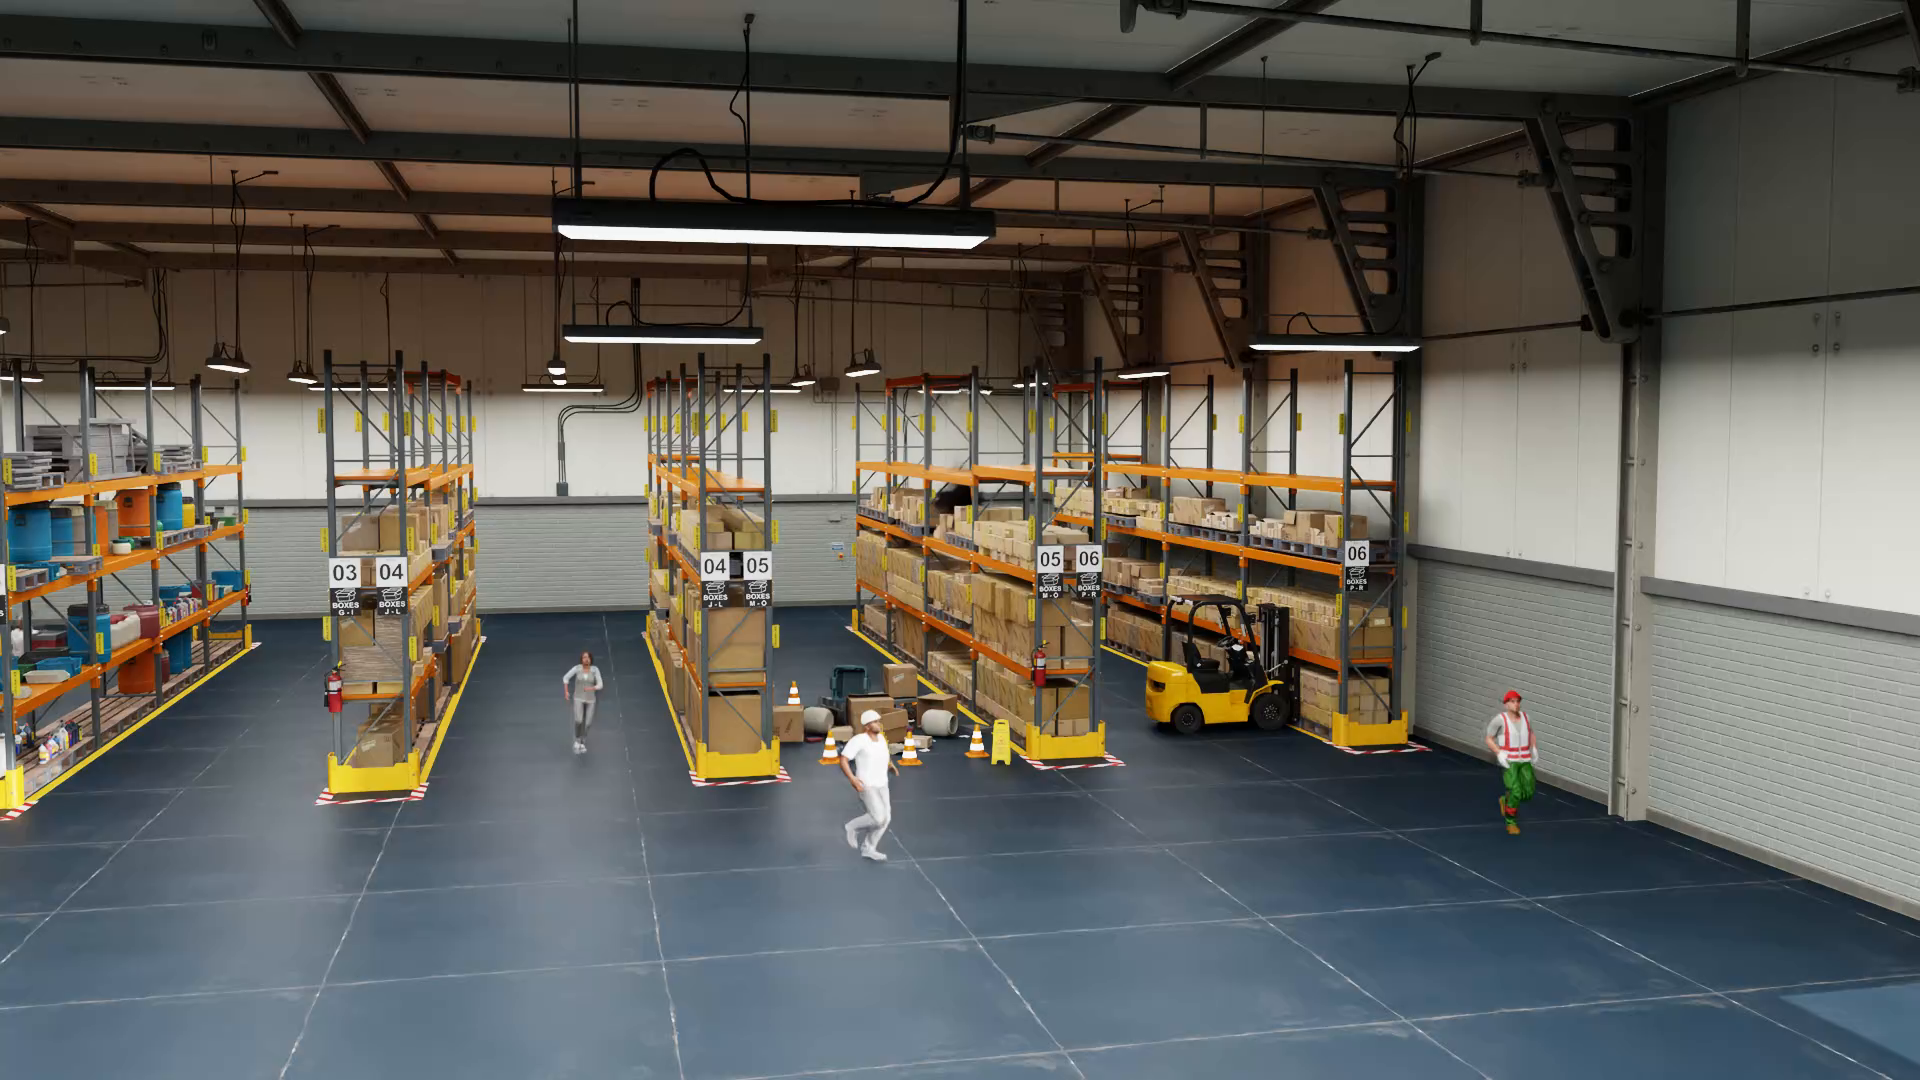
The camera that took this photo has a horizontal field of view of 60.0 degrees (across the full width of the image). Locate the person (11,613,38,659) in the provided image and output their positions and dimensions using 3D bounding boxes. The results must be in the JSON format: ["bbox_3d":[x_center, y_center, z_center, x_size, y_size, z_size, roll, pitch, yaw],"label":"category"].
[{"bbox_3d":[-16.673,2.128,29.620,0.560,1.665,0.578,-1,4,-20],"label":"person"}]

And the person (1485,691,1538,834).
[{"bbox_3d":[6.786,2.714,20.431,0.654,1.748,0.563,-1,4,-10],"label":"person"}]

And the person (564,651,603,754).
[{"bbox_3d":[-5.692,2.455,25.200,0.541,1.552,0.581,-2,4,-22],"label":"person"}]

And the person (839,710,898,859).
[{"bbox_3d":[-1.020,2.814,19.124,0.559,1.720,0.756,3,5,38],"label":"person"}]
